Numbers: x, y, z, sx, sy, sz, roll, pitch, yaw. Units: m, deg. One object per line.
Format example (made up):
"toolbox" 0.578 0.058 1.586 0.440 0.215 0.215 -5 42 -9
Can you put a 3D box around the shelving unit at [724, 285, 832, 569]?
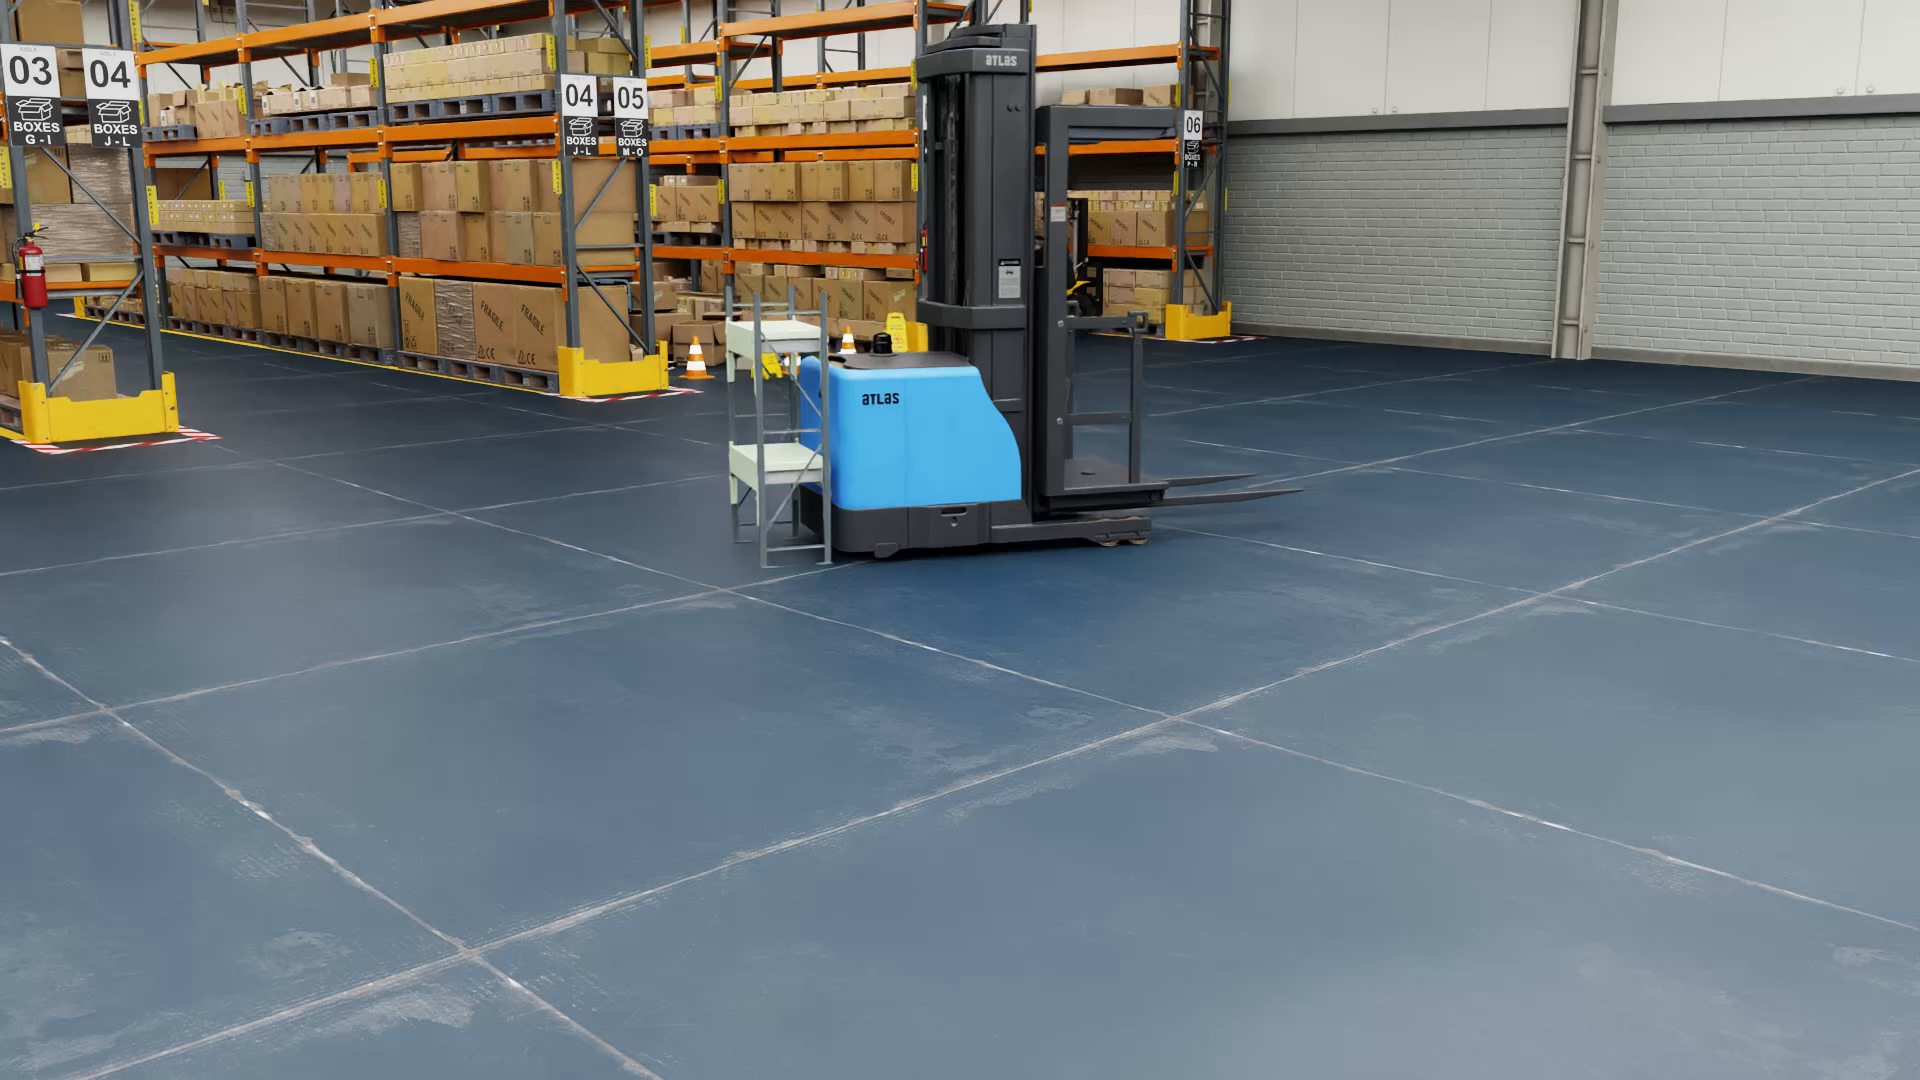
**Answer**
"shelving unit" -1.031 -0.659 9.392 0.431 1.500 0.755 -4 12 -19

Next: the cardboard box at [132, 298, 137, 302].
"cardboard box" -13.063 -3.901 26.699 0.380 0.149 0.250 -10 16 -41

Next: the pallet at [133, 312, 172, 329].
"pallet" -12.419 -3.512 26.437 1.003 0.211 1.213 -11 16 -43

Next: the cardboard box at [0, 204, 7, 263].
"cardboard box" -8.092 -2.692 14.561 0.875 0.500 0.500 -11 16 -43

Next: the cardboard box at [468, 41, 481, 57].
"cardboard box" -4.998 -5.213 17.703 0.380 0.149 0.250 -11 16 -43

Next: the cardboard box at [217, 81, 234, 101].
"cardboard box" -9.999 -6.190 22.944 0.396 0.266 0.258 -11 16 -43

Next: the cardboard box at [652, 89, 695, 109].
"cardboard box" -4.107 -6.381 24.108 0.500 0.250 0.500 -11 16 -42

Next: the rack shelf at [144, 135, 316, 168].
"rack shelf" -10.548 -5.610 24.057 1.077 0.370 4.000 -11 16 -43

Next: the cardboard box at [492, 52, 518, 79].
"cardboard box" -4.527 -4.935 17.346 0.500 0.250 0.500 -11 16 -42

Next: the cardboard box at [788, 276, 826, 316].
"cardboard box" -1.947 -3.272 22.275 0.500 0.500 0.500 -10 15 -40

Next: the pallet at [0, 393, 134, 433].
"pallet" -7.887 -1.126 14.854 1.003 0.211 1.213 -11 16 -43

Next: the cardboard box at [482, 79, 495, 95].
"cardboard box" -4.820 -4.784 17.601 0.380 0.149 0.250 -11 16 -43

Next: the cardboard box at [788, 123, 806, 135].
"cardboard box" -2.030 -5.388 21.820 0.380 0.149 0.250 -11 16 -44

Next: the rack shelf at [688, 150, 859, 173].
"rack shelf" -3.450 -7.007 30.836 1.077 0.370 4.000 -11 16 -43

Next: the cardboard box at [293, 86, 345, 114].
"cardboard box" -8.126 -5.597 21.144 0.500 0.311 0.500 -11 16 -44

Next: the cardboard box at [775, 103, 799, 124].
"cardboard box" -2.089 -5.612 21.919 0.500 0.250 0.500 -11 16 -42

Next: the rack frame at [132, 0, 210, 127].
"rack frame" -11.929 -7.723 25.098 1.000 3.000 0.127 -11 16 -43

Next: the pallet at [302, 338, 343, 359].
"pallet" -7.839 -2.532 21.678 1.003 0.211 1.213 -11 16 -43

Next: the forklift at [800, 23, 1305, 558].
"forklift" 0.605 -1.492 9.887 3.031 2.935 1.130 -4 12 -19

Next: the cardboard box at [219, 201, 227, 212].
"cardboard box" -10.009 -4.620 23.009 0.380 0.149 0.250 -11 16 -43

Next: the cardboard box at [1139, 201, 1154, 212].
"cardboard box" 2.815 -4.842 24.124 0.380 0.149 0.250 -11 16 -42

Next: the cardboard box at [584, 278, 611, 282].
"cardboard box" -6.074 -4.183 27.007 0.875 0.875 0.875 -11 16 -43

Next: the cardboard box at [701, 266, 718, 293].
"cardboard box" -4.660 -5.061 32.198 0.500 0.500 0.500 -10 15 -40

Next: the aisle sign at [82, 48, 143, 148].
"aisle sign" -7.040 -3.663 13.816 0.394 0.787 0.004 -11 16 -43

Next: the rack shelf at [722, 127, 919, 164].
"rack shelf" -1.513 -5.147 21.809 1.077 0.370 4.000 -11 16 -43

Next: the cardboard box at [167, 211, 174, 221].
"cardboard box" -11.451 -4.779 24.518 0.250 0.149 0.380 11 16 43

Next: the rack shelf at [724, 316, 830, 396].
"rack shelf" -1.031 -1.041 9.314 0.431 0.370 0.720 -4 12 -19

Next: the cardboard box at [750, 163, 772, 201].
"cardboard box" -2.410 -4.834 22.480 0.700 0.500 0.500 -11 16 -42

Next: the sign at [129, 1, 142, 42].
"sign" -6.907 -4.330 13.896 0.100 0.325 0.005 -11 16 -43

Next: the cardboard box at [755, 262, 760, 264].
"cardboard box" -3.622 -5.174 31.139 0.380 0.149 0.250 -11 16 -42

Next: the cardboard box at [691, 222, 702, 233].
"cardboard box" -3.619 -4.482 23.816 0.250 0.149 0.380 11 16 43

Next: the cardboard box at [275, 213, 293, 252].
"cardboard box" -8.699 -4.073 22.001 0.500 0.500 0.500 -11 16 -43

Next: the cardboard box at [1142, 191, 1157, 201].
"cardboard box" 2.863 -4.997 24.142 0.380 0.149 0.250 -11 16 -42

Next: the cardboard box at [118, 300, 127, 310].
"cardboard box" -13.483 -3.833 27.108 0.380 0.149 0.250 -11 16 -43

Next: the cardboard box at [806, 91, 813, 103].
"cardboard box" -1.780 -5.752 21.609 0.380 0.149 0.250 -10 16 -41

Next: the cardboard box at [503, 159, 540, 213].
"cardboard box" -4.317 -3.763 17.695 0.875 0.550 0.550 -11 16 -43

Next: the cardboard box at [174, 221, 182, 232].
"cardboard box" -11.276 -4.596 24.366 0.250 0.149 0.380 11 16 43

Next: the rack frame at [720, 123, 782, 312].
"rack frame" -2.894 -4.322 23.456 1.000 3.000 0.127 -11 16 -43

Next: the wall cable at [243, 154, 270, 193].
"wall cable" -15.092 -7.406 35.829 0.585 1.953 0.123 -11 16 -43

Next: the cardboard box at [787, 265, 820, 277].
"cardboard box" -2.095 -3.602 22.269 0.380 0.149 0.250 -10 15 -39

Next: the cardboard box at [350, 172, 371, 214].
"cardboard box" -7.109 -4.303 20.636 0.700 0.500 0.500 -11 16 -43

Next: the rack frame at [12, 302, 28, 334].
"rack frame" -10.062 -2.941 16.753 1.000 3.000 0.127 -11 16 -43

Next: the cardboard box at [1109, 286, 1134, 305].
"cardboard box" 2.555 -3.637 24.663 0.500 0.250 0.500 -11 16 -43

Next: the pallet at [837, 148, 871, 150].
"pallet" -1.536 -6.888 28.946 1.213 0.211 1.003 -10 15 -40

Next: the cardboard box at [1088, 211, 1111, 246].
"cardboard box" 2.220 -4.666 24.880 0.500 0.500 0.500 -11 16 -44

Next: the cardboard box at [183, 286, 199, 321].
"cardboard box" -11.244 -3.545 24.837 0.500 0.500 0.500 -10 15 -40

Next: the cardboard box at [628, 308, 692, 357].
"cardboard box" -3.828 -2.621 21.050 0.797 0.637 0.503 -11 16 -43

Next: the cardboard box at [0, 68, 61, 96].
"cardboard box" -7.816 -3.788 13.802 0.500 0.250 0.500 -10 16 -41

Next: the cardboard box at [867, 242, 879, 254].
"cardboard box" -0.962 -3.702 21.069 0.380 0.149 0.250 -11 16 -44

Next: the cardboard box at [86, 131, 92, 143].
"cardboard box" -13.841 -6.513 27.026 0.500 0.250 0.500 11 16 43

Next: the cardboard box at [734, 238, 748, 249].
"cardboard box" -2.909 -4.108 23.041 0.380 0.149 0.250 -11 16 -43

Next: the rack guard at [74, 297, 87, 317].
"rack guard" -14.639 -4.133 28.735 1.175 0.500 0.348 -11 16 -43

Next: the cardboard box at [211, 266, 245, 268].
"cardboard box" -11.232 -4.060 25.481 0.500 0.250 0.500 11 16 44

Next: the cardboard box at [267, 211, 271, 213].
"cardboard box" -9.545 -4.567 23.492 0.380 0.149 0.250 -10 15 -40

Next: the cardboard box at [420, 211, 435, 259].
"cardboard box" -5.745 -3.562 19.394 0.875 0.550 0.550 -11 16 -43

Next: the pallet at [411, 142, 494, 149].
"pallet" -8.976 -7.036 29.416 1.003 0.211 1.213 -11 16 -43
